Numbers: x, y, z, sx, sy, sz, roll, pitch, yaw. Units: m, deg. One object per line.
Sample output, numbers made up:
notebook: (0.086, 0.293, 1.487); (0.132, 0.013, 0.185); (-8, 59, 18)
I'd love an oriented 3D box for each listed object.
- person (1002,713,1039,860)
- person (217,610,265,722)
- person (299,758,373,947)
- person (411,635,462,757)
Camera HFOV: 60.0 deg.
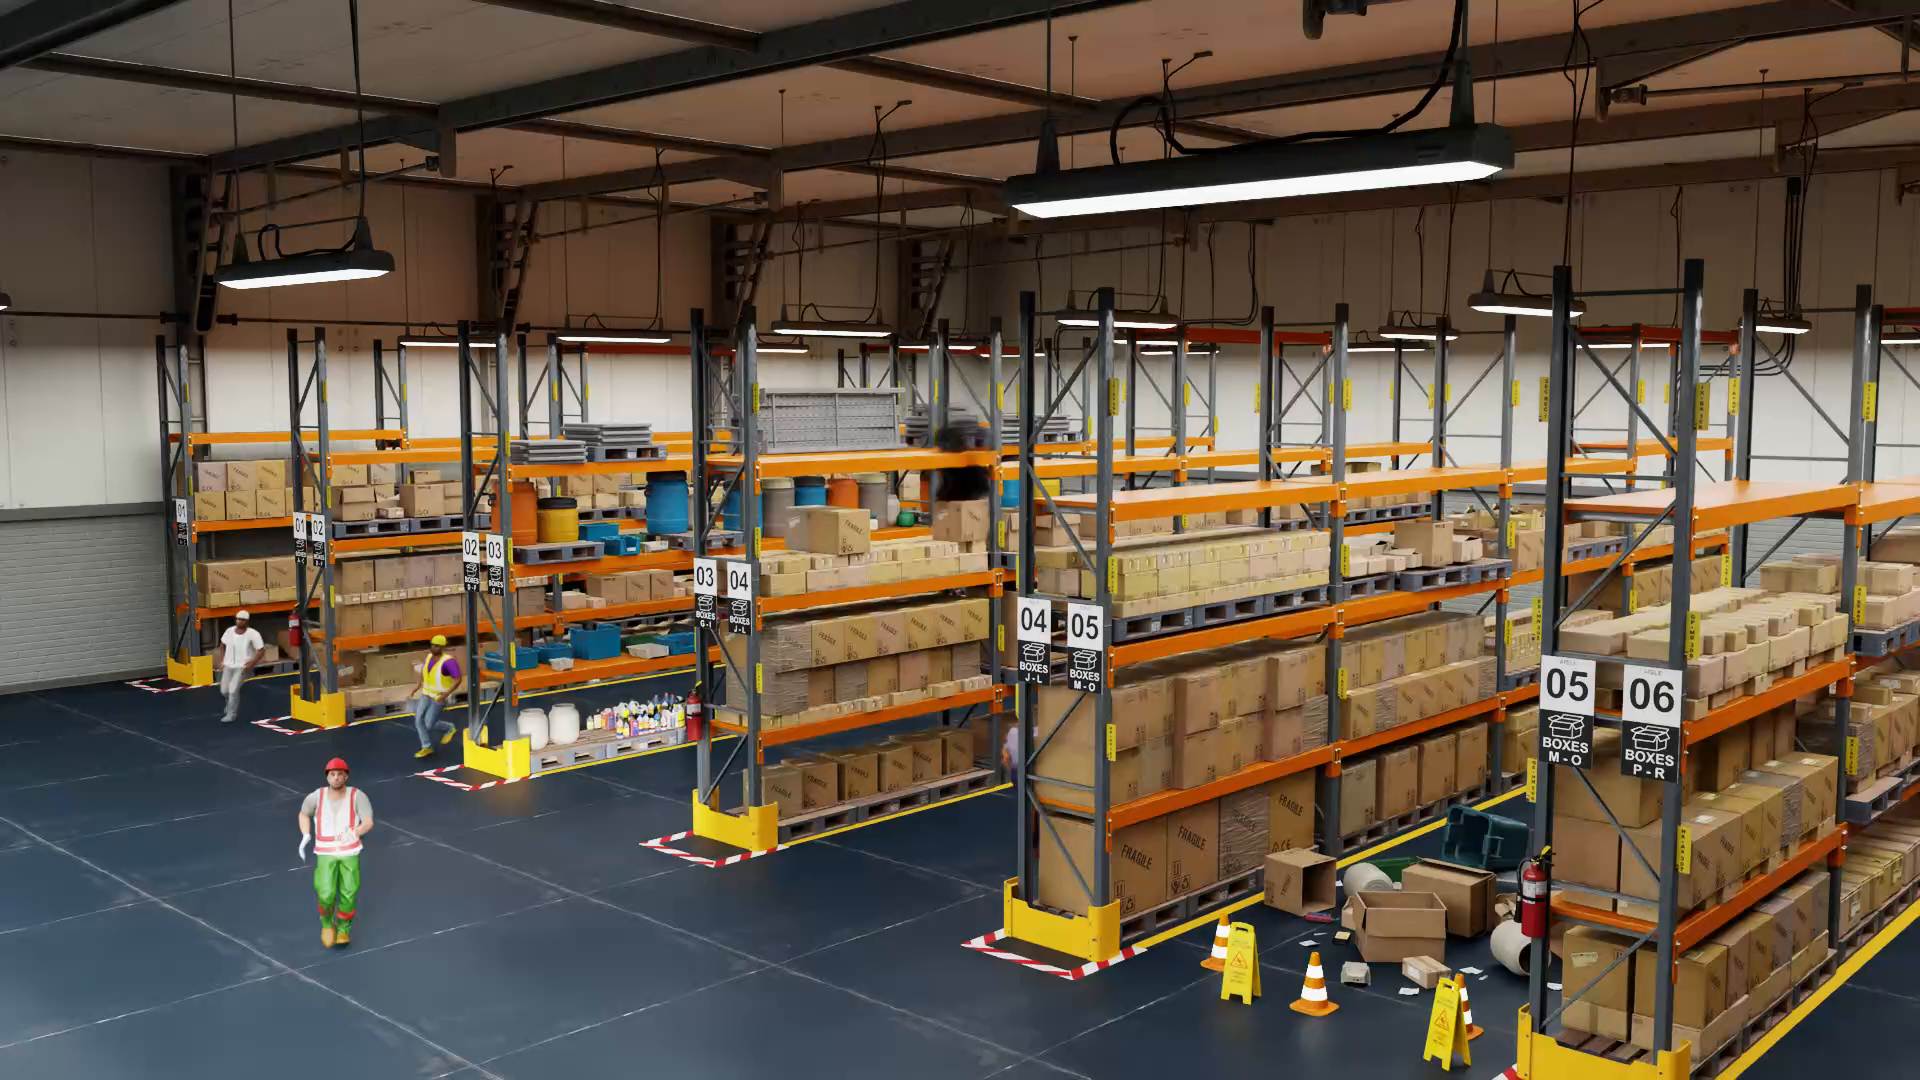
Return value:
person: (0.735, 2.654, 18.237); (0.598, 1.685, 0.703); (4, 6, 33)
person: (-11.027, 1.924, 25.514); (0.743, 1.700, 0.576); (0, 5, 1)
person: (-5.654, 2.854, 15.096); (0.639, 1.741, 0.645); (-2, 6, -20)
person: (-7.246, 2.164, 23.137); (0.746, 1.712, 0.590); (3, 6, 31)
